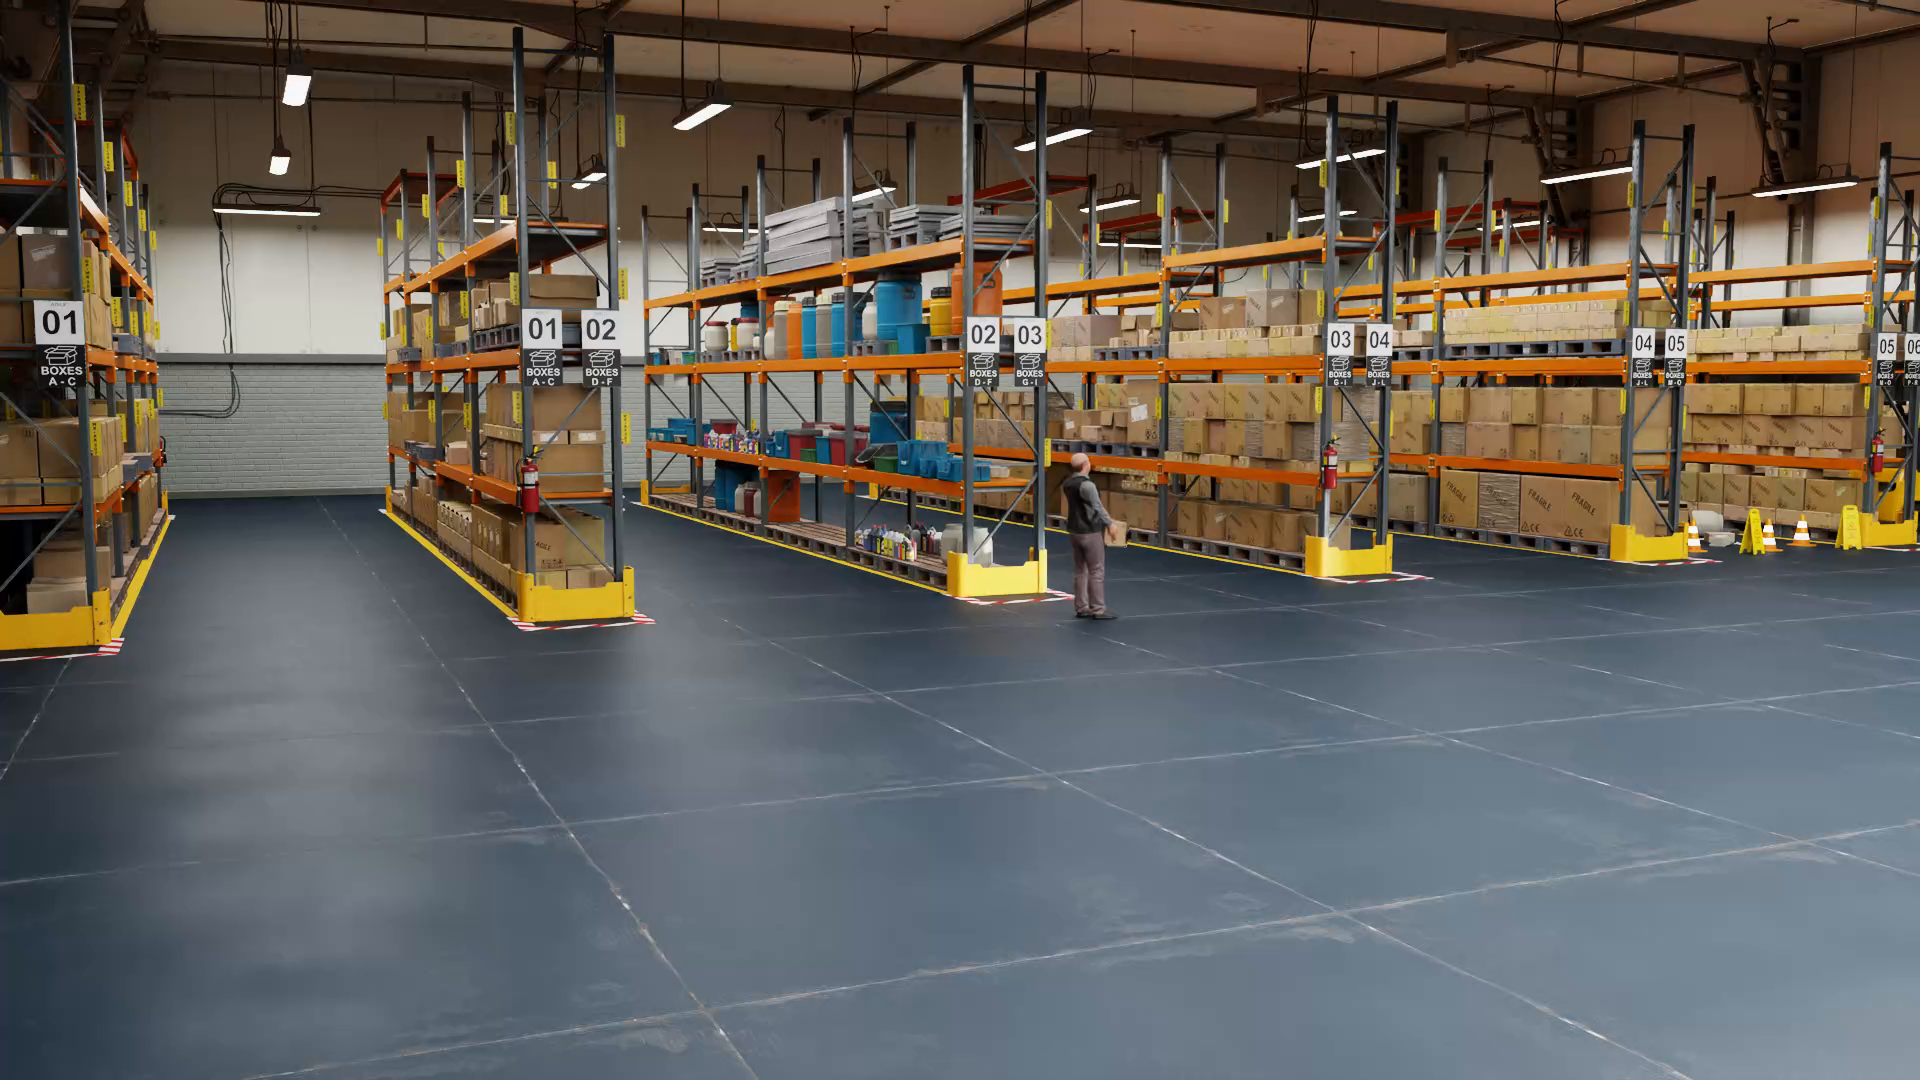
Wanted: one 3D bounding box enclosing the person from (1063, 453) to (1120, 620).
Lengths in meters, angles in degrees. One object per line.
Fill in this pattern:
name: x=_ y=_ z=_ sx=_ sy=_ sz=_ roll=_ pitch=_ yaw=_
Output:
person: x=1.361 y=-0.047 z=17.353 sx=0.504 sy=1.726 sz=0.544 roll=-3 pitch=6 yaw=-26
